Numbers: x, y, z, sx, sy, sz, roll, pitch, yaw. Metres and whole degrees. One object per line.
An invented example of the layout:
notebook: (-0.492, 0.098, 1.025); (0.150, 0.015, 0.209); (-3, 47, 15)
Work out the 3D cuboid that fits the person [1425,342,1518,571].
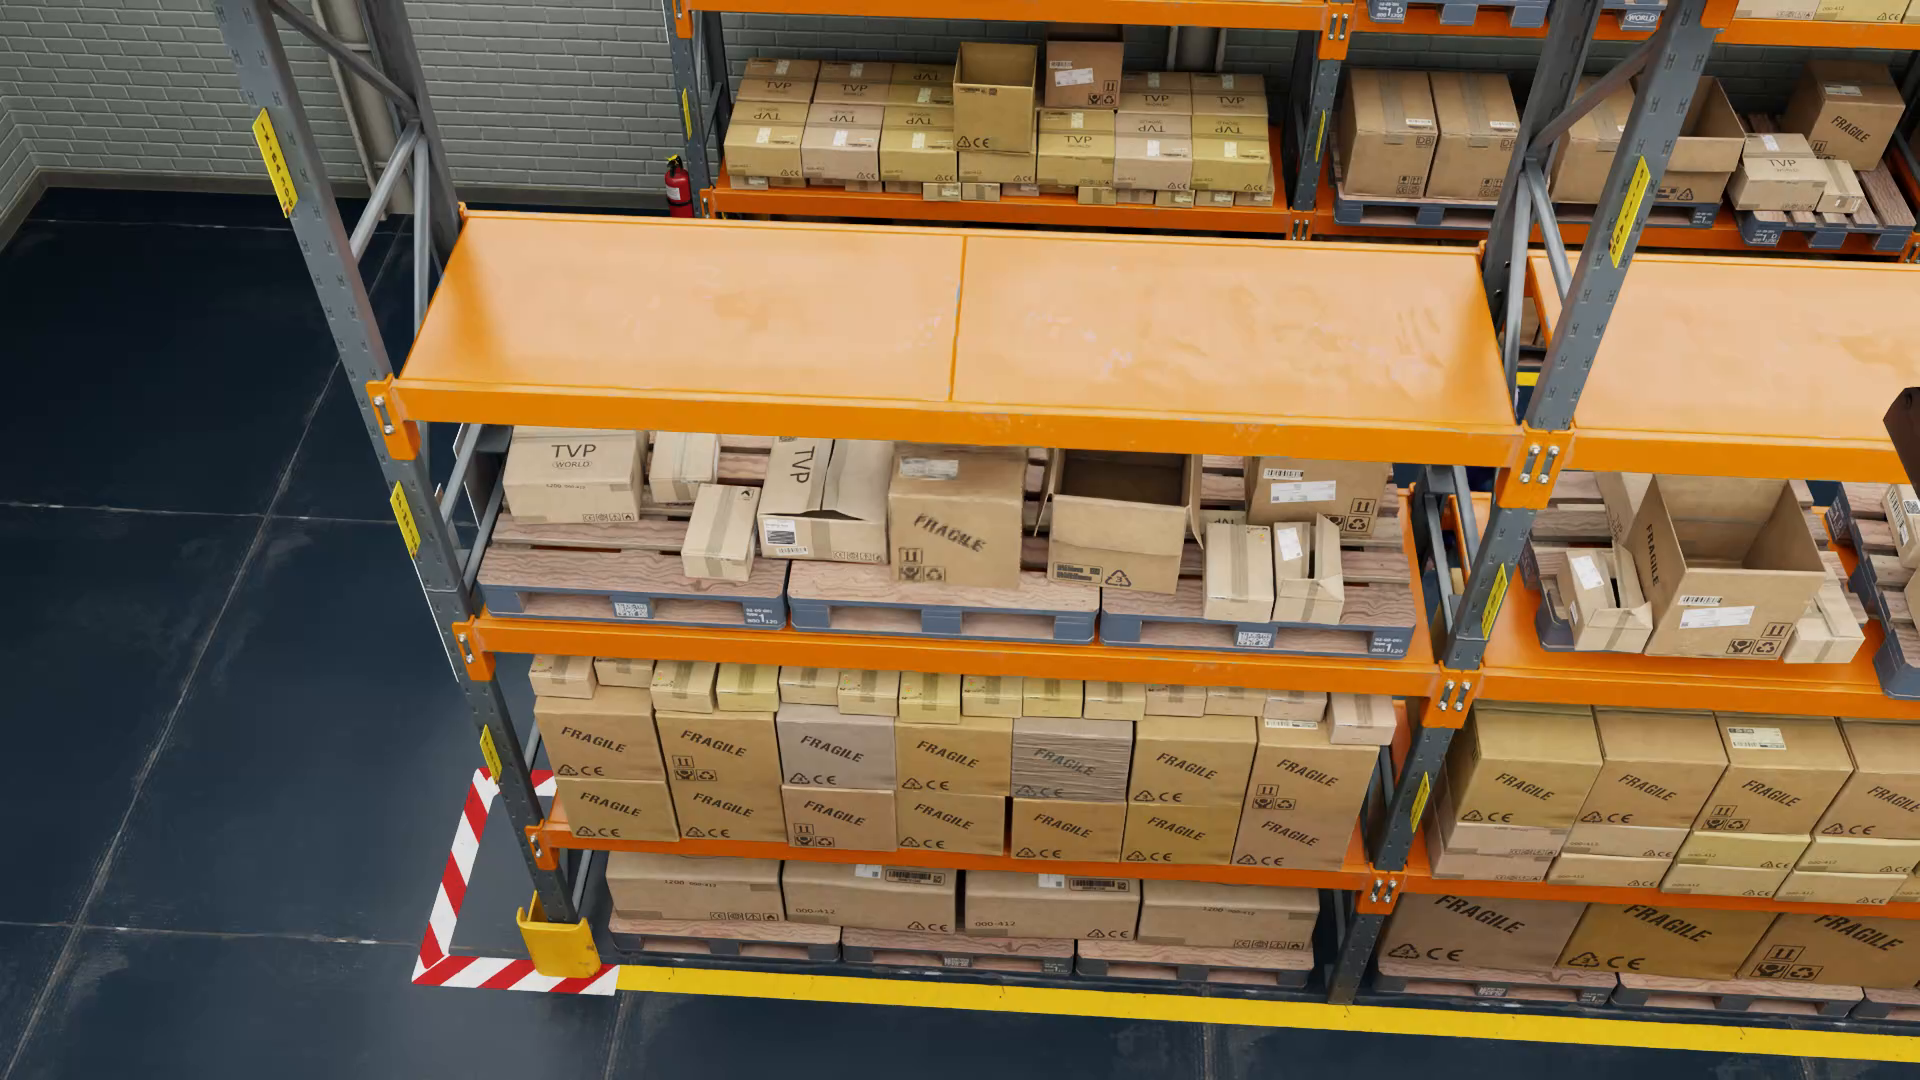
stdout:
person: (3.139, -0.567, 10.186); (0.574, 1.688, 0.505); (-12, 49, -10)
